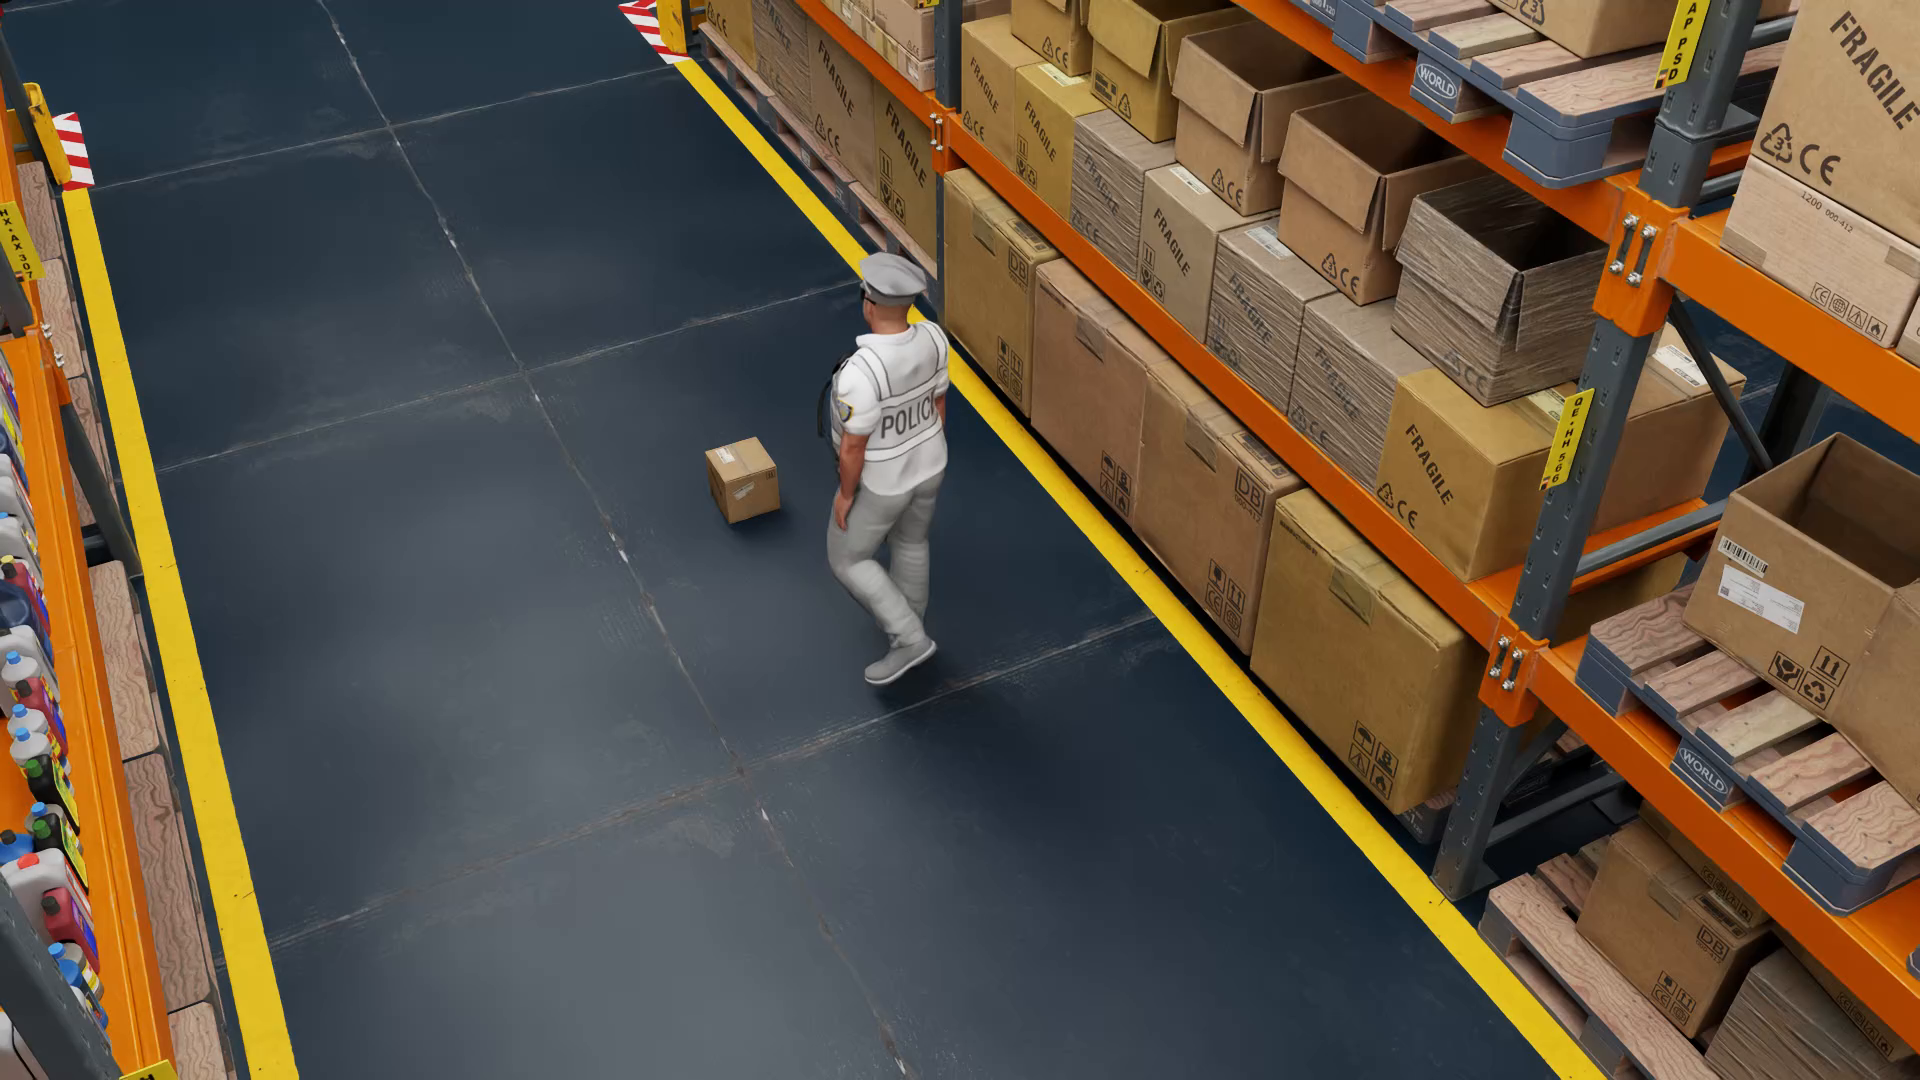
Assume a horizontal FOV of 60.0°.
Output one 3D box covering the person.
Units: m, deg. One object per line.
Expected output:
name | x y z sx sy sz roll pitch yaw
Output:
person | -0.233 -0.233 6.391 0.594 1.739 0.558 -33 51 -32
